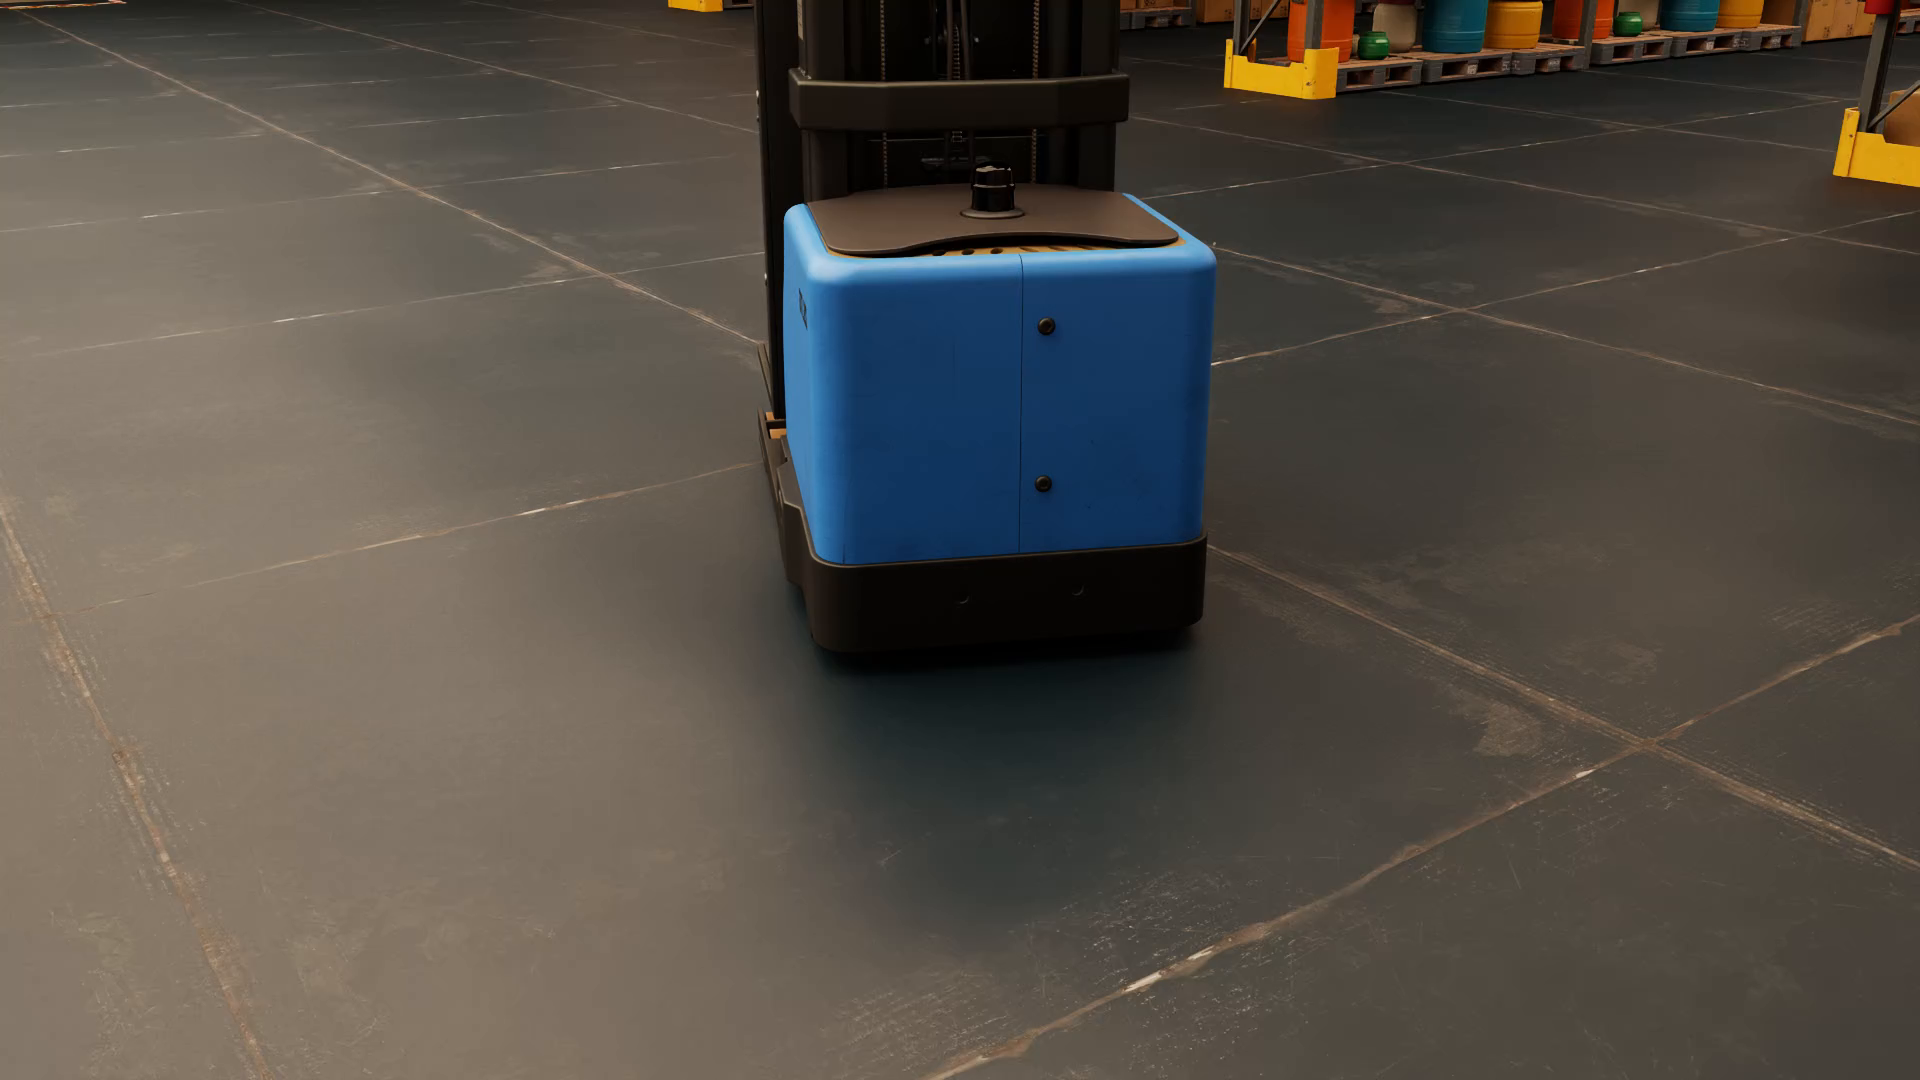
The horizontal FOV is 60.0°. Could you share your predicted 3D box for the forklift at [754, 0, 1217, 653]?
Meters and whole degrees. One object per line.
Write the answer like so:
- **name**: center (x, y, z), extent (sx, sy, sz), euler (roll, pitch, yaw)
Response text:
- **forklift**: center (-0.108, -1.590, 5.183), extent (1.130, 2.935, 3.031), euler (-4, 22, -9)
